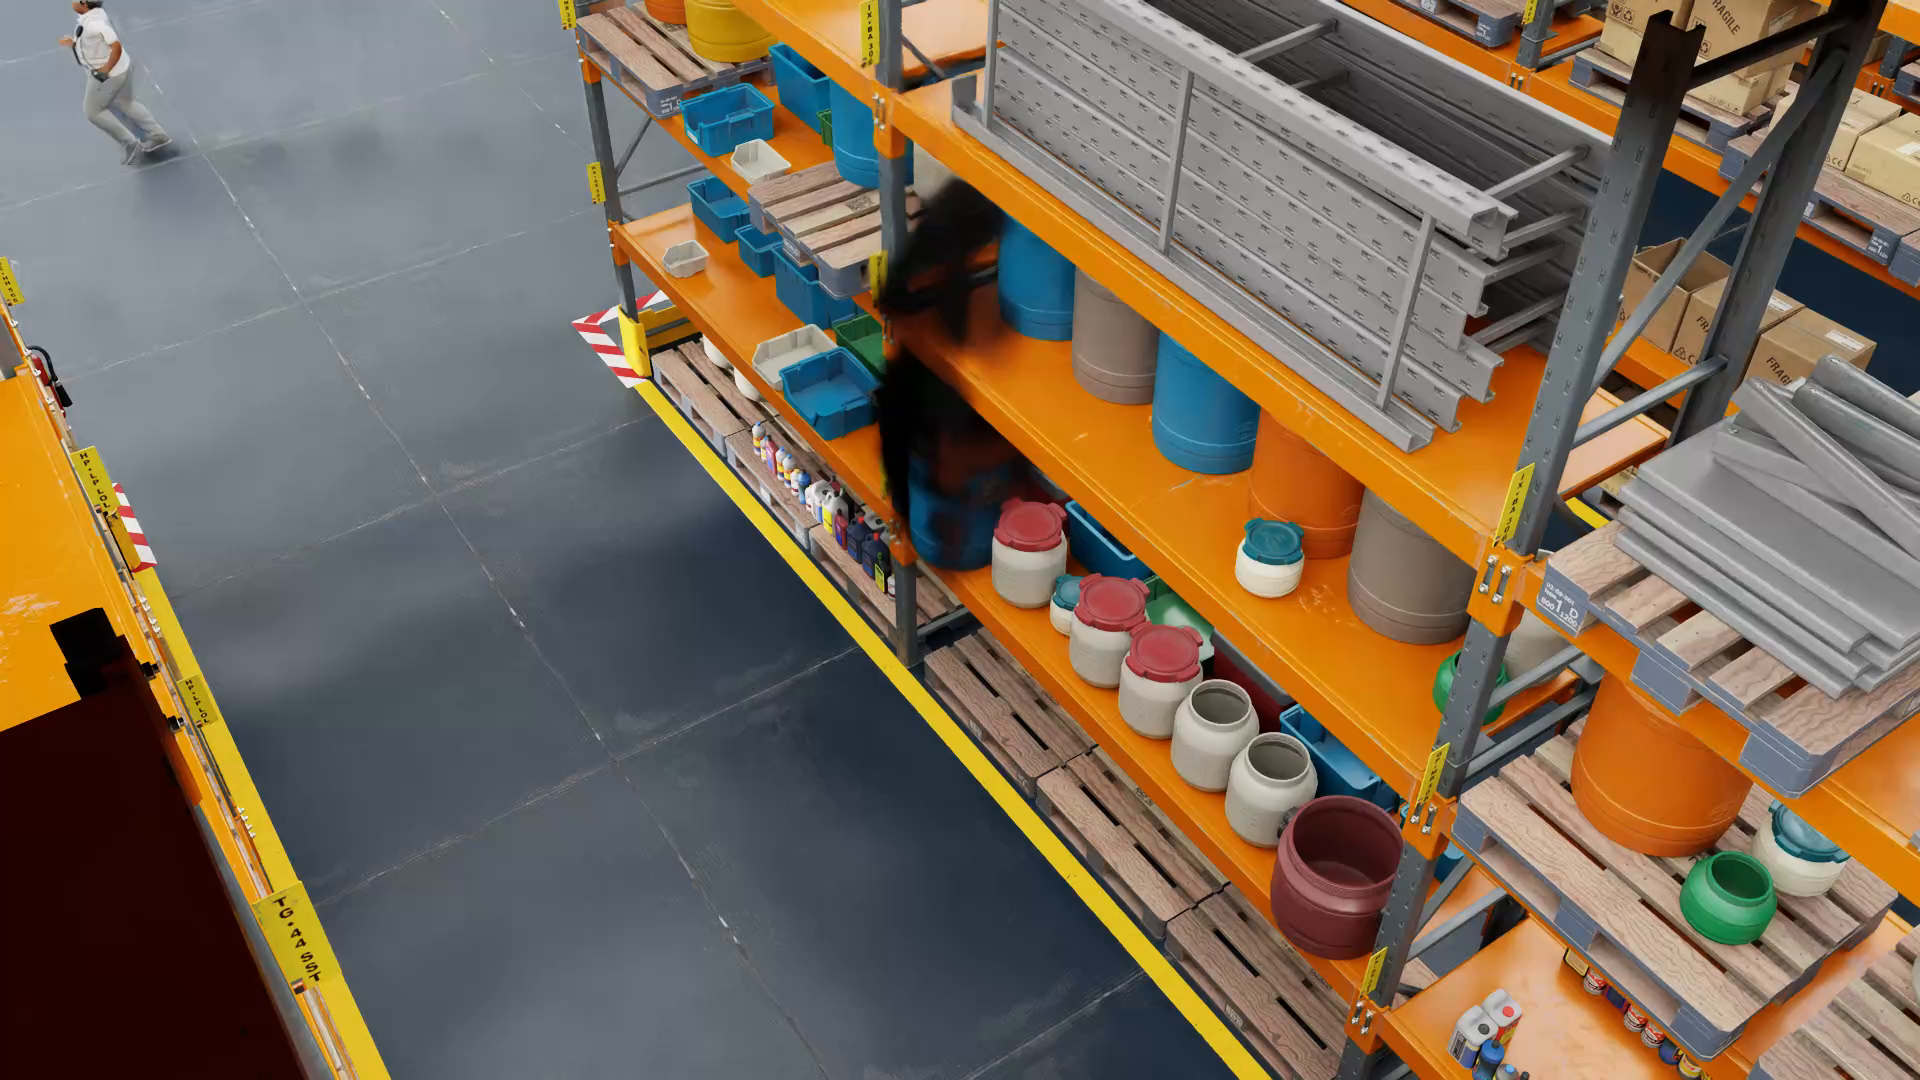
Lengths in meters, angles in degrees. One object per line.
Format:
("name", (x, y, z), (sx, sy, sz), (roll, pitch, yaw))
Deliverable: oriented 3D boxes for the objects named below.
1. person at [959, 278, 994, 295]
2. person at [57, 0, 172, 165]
("person", (0.186, -2.211, 12.457), (0.534, 1.738, 0.671), (32, 51, 30))
("person", (-7.774, -4.231, 15.151), (0.661, 1.695, 0.586), (-9, 43, -9))
